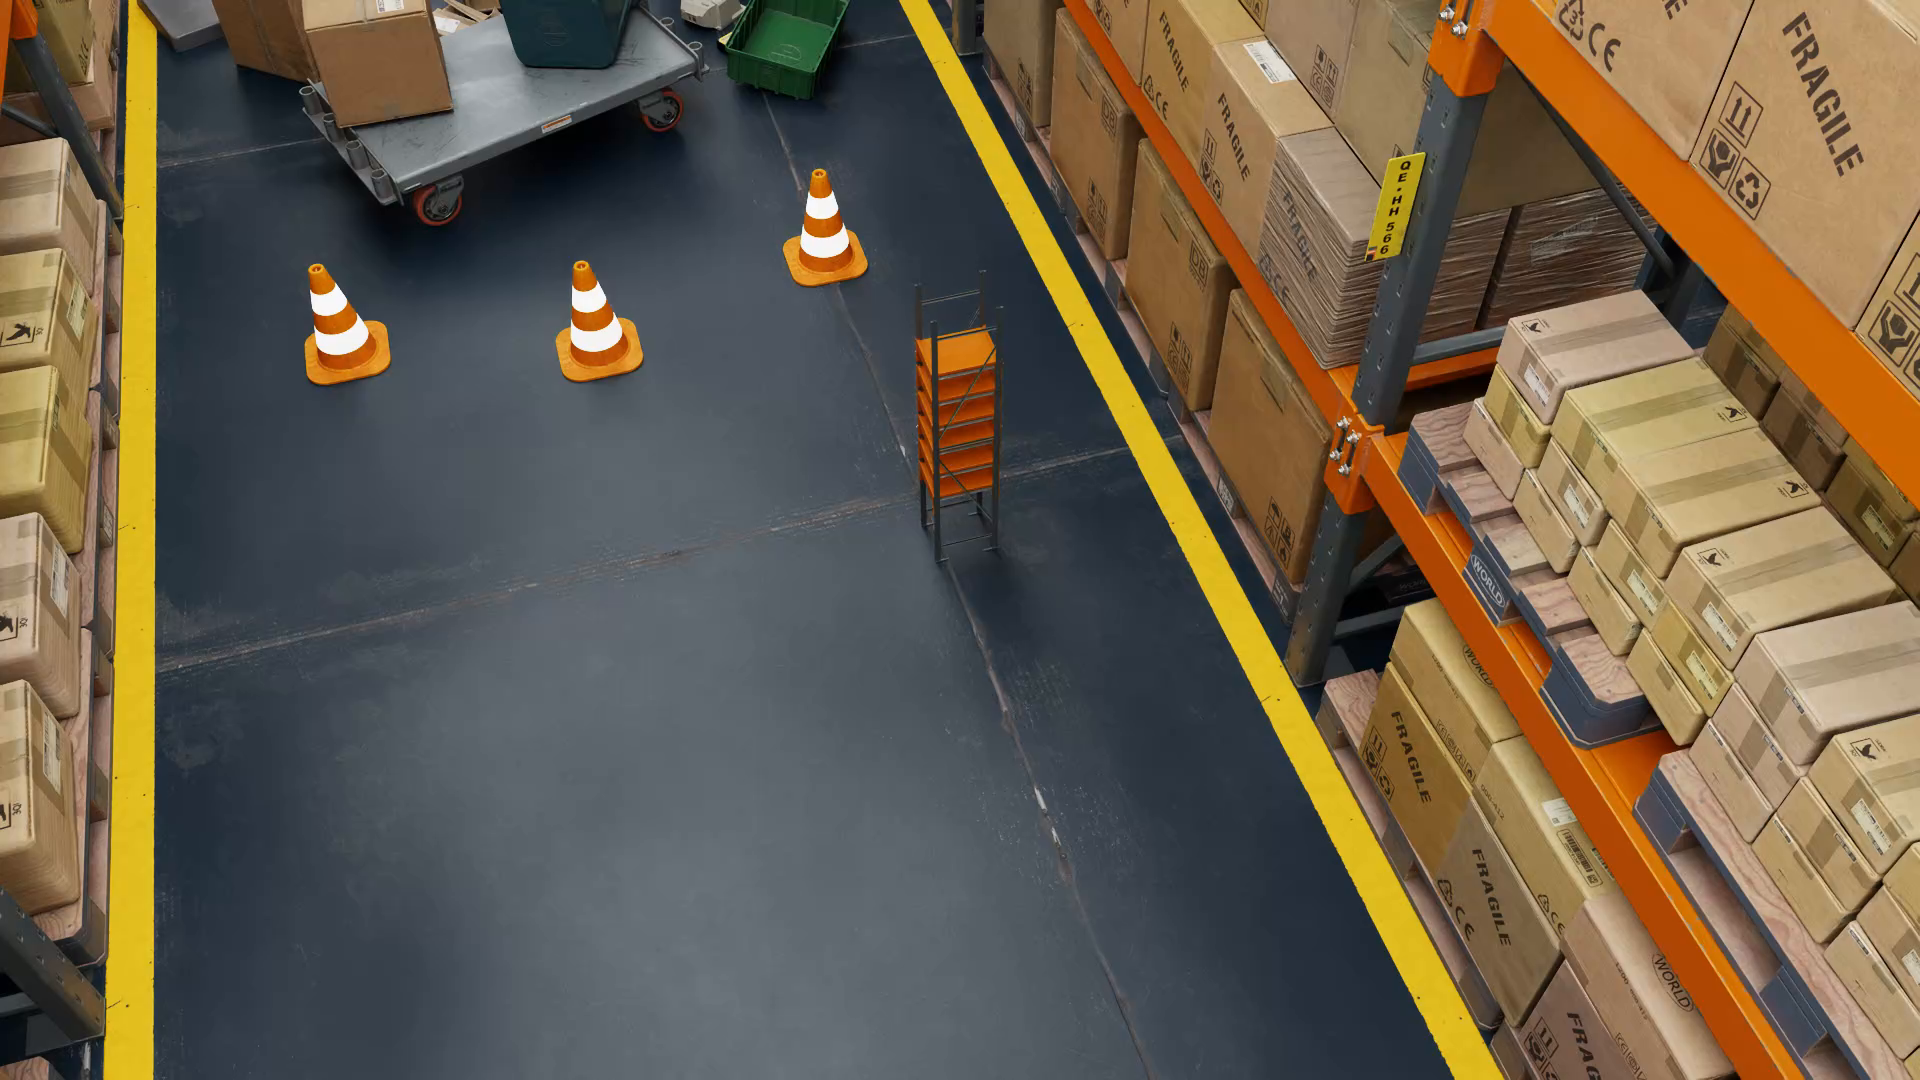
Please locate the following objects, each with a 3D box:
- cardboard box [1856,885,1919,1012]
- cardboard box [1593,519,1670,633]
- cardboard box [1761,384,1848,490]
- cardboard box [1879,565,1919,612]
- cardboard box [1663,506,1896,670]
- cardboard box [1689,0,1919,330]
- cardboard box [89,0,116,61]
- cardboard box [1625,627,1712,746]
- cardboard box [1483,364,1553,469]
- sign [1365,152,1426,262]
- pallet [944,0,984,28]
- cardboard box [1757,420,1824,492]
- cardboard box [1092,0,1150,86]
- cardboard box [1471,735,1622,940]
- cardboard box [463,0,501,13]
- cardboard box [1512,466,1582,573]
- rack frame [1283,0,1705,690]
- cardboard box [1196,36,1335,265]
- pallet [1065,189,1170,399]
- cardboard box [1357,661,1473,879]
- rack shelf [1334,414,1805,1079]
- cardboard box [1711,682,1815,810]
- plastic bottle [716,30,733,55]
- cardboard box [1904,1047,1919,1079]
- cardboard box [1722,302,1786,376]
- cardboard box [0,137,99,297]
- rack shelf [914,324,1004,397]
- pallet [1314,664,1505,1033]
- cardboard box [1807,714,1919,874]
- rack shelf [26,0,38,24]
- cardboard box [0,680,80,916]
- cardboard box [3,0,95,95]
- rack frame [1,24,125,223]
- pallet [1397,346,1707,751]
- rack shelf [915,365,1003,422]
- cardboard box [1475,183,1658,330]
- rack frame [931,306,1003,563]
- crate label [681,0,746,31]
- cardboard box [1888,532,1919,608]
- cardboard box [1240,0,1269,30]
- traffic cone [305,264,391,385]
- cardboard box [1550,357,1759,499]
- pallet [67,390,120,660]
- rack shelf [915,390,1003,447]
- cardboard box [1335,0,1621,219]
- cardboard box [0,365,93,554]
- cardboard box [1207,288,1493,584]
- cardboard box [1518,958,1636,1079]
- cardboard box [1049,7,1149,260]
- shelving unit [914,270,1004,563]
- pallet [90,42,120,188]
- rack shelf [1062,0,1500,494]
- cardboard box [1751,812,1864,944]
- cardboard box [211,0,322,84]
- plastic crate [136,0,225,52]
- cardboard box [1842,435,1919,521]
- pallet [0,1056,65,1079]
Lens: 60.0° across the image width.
[{"bbox_3d":[2.055,0.784,3.322,0.380,0.149,0.250,-12,51,-10],"label":"cardboard box"},{"bbox_3d":[1.753,0.039,3.950,0.380,0.149,0.250,-15,51,-12],"label":"cardboard box"},{"bbox_3d":[2.300,-0.299,4.235,0.380,0.149,0.250,-12,51,-10],"label":"cardboard box"},{"bbox_3d":[2.441,0.154,4.048,0.380,0.149,0.250,-14,51,-11],"label":"cardboard box"},{"bbox_3d":[1.818,0.104,3.701,0.380,0.149,0.250,-15,52,-12],"label":"cardboard box"},{"bbox_3d":[1.707,-0.759,2.901,0.500,0.500,0.500,-13,51,-11],"label":"cardboard box"},{"bbox_3d":[-4.329,-2.458,7.884,0.500,0.250,0.500,-11,51,-9],"label":"cardboard box"},{"bbox_3d":[1.818,0.307,3.919,0.380,0.149,0.250,-11,51,-9],"label":"cardboard box"},{"bbox_3d":[1.589,-0.353,4.281,0.380,0.149,0.250,-11,51,-9],"label":"cardboard box"},{"bbox_3d":[1.109,-0.846,4.244,0.100,0.325,0.005,-13,51,-11],"label":"sign"},{"bbox_3d":[0.305,-3.196,8.807,1.003,0.211,1.213,-13,51,-11],"label":"pallet"},{"bbox_3d":[2.295,-0.217,4.361,0.380,0.149,0.250,-13,51,-11],"label":"cardboard box"},{"bbox_3d":[0.799,-2.004,5.912,0.500,0.500,0.500,-13,51,-10],"label":"cardboard box"},{"bbox_3d":[1.761,0.757,4.520,0.500,0.250,0.500,-14,51,-11],"label":"cardboard box"},{"bbox_3d":[-2.204,-3.098,8.444,0.797,0.637,0.503,-13,51,-11],"label":"cardboard box"},{"bbox_3d":[1.657,-0.087,4.251,0.380,0.149,0.250,-11,51,-9],"label":"cardboard box"},{"bbox_3d":[1.638,-0.601,4.795,1.000,3.000,0.127,-13,51,-11],"label":"rack frame"},{"bbox_3d":[1.102,-1.266,5.290,0.500,0.500,0.500,-13,51,-11],"label":"cardboard box"},{"bbox_3d":[1.120,-1.184,7.110,1.003,0.211,1.213,-13,51,-11],"label":"pallet"},{"bbox_3d":[1.604,0.644,5.106,0.500,0.500,0.500,-15,52,-13],"label":"cardboard box"},{"bbox_3d":[2.230,1.092,3.838,1.077,0.370,4.000,-13,51,-11],"label":"rack shelf"},{"bbox_3d":[1.901,0.406,3.641,0.380,0.149,0.250,-13,51,-11],"label":"cardboard box"},{"bbox_3d":[-1.068,-2.436,8.263,0.283,0.061,0.133,35,58,26],"label":"plastic bottle"},{"bbox_3d":[2.126,1.070,3.275,0.380,0.149,0.250,-11,51,-9],"label":"cardboard box"},{"bbox_3d":[2.221,-0.593,4.288,0.380,0.149,0.250,-15,52,-12],"label":"cardboard box"},{"bbox_3d":[-4.086,-1.235,6.773,0.950,0.372,0.625,-13,51,-11],"label":"cardboard box"},{"bbox_3d":[-0.004,-0.601,5.559,0.258,0.103,0.180,-13,51,-11],"label":"rack shelf"},{"bbox_3d":[1.868,0.869,5.379,1.003,0.211,1.213,-13,51,-11],"label":"pallet"},{"bbox_3d":[1.980,0.494,3.372,0.380,0.149,0.250,-12,51,-10],"label":"cardboard box"},{"bbox_3d":[-4.835,-3.558,7.758,1.077,0.370,4.000,-13,51,-11],"label":"rack shelf"},{"bbox_3d":[-3.218,0.889,4.983,0.950,0.372,0.625,-16,52,-13],"label":"cardboard box"},{"bbox_3d":[-4.160,-2.312,7.270,0.500,0.500,0.500,-11,51,-9],"label":"cardboard box"},{"bbox_3d":[-4.244,-2.329,6.252,1.000,3.000,0.127,-13,51,-11],"label":"rack frame"},{"bbox_3d":[1.951,-0.042,4.449,1.213,0.211,1.003,-13,51,-11],"label":"pallet"},{"bbox_3d":[-0.004,-0.523,5.651,0.258,0.103,0.180,-13,51,-11],"label":"rack shelf"},{"bbox_3d":[1.763,-1.022,5.084,0.500,0.500,0.500,-13,51,-11],"label":"cardboard box"},{"bbox_3d":[0.023,-0.330,5.744,0.240,1.200,0.006,-13,51,-11],"label":"rack frame"},{"bbox_3d":[-1.273,-2.726,8.458,0.250,0.136,0.298,26,55,20],"label":"crate label"},{"bbox_3d":[2.454,0.076,3.919,0.380,0.149,0.250,-13,51,-11],"label":"cardboard box"},{"bbox_3d":[1.210,-2.029,5.279,0.700,0.500,0.500,-14,51,-12],"label":"cardboard box"},{"bbox_3d":[-2.539,-0.922,6.725,0.336,0.463,0.334,-13,51,-11],"label":"traffic cone"},{"bbox_3d":[1.672,-0.270,4.016,0.380,0.149,0.250,-15,51,-12],"label":"cardboard box"},{"bbox_3d":[-3.647,0.031,6.086,1.003,0.211,1.213,-13,51,-11],"label":"pallet"},{"bbox_3d":[-0.004,-0.446,5.742,0.258,0.103,0.180,-13,51,-11],"label":"rack shelf"},{"bbox_3d":[1.515,-1.285,4.652,0.700,0.500,0.500,-14,51,-11],"label":"cardboard box"},{"bbox_3d":[-3.663,-0.203,5.904,0.950,0.372,0.625,-12,51,-10],"label":"cardboard box"},{"bbox_3d":[1.544,-0.476,5.886,1.050,0.750,0.750,-14,51,-11],"label":"cardboard box"},{"bbox_3d":[1.912,1.384,4.481,0.500,0.500,0.500,-14,51,-12],"label":"cardboard box"},{"bbox_3d":[1.006,-1.794,6.997,1.050,0.750,0.750,-13,51,-11],"label":"cardboard box"},{"bbox_3d":[-0.004,-0.397,5.800,0.258,1.200,0.189,-13,51,-11],"label":"shelving unit"},{"bbox_3d":[-4.476,-1.913,7.725,1.003,0.211,1.213,-13,51,-11],"label":"pallet"},{"bbox_3d":[1.047,-1.830,6.301,1.077,0.370,4.000,-13,51,-11],"label":"rack shelf"},{"bbox_3d":[1.972,0.685,3.600,0.380,0.149,0.250,-13,51,-10],"label":"cardboard box"},{"bbox_3d":[-3.261,-2.615,8.126,0.500,0.500,0.500,18,52,14],"label":"cardboard box"},{"bbox_3d":[-3.925,-2.720,8.491,0.402,0.080,0.583,-30,56,-23],"label":"plastic crate"},{"bbox_3d":[2.371,-0.217,3.972,0.380,0.149,0.250,-12,51,-10],"label":"cardboard box"},{"bbox_3d":[-2.900,2.084,4.355,1.003,0.211,1.213,-13,51,-11],"label":"pallet"}]
